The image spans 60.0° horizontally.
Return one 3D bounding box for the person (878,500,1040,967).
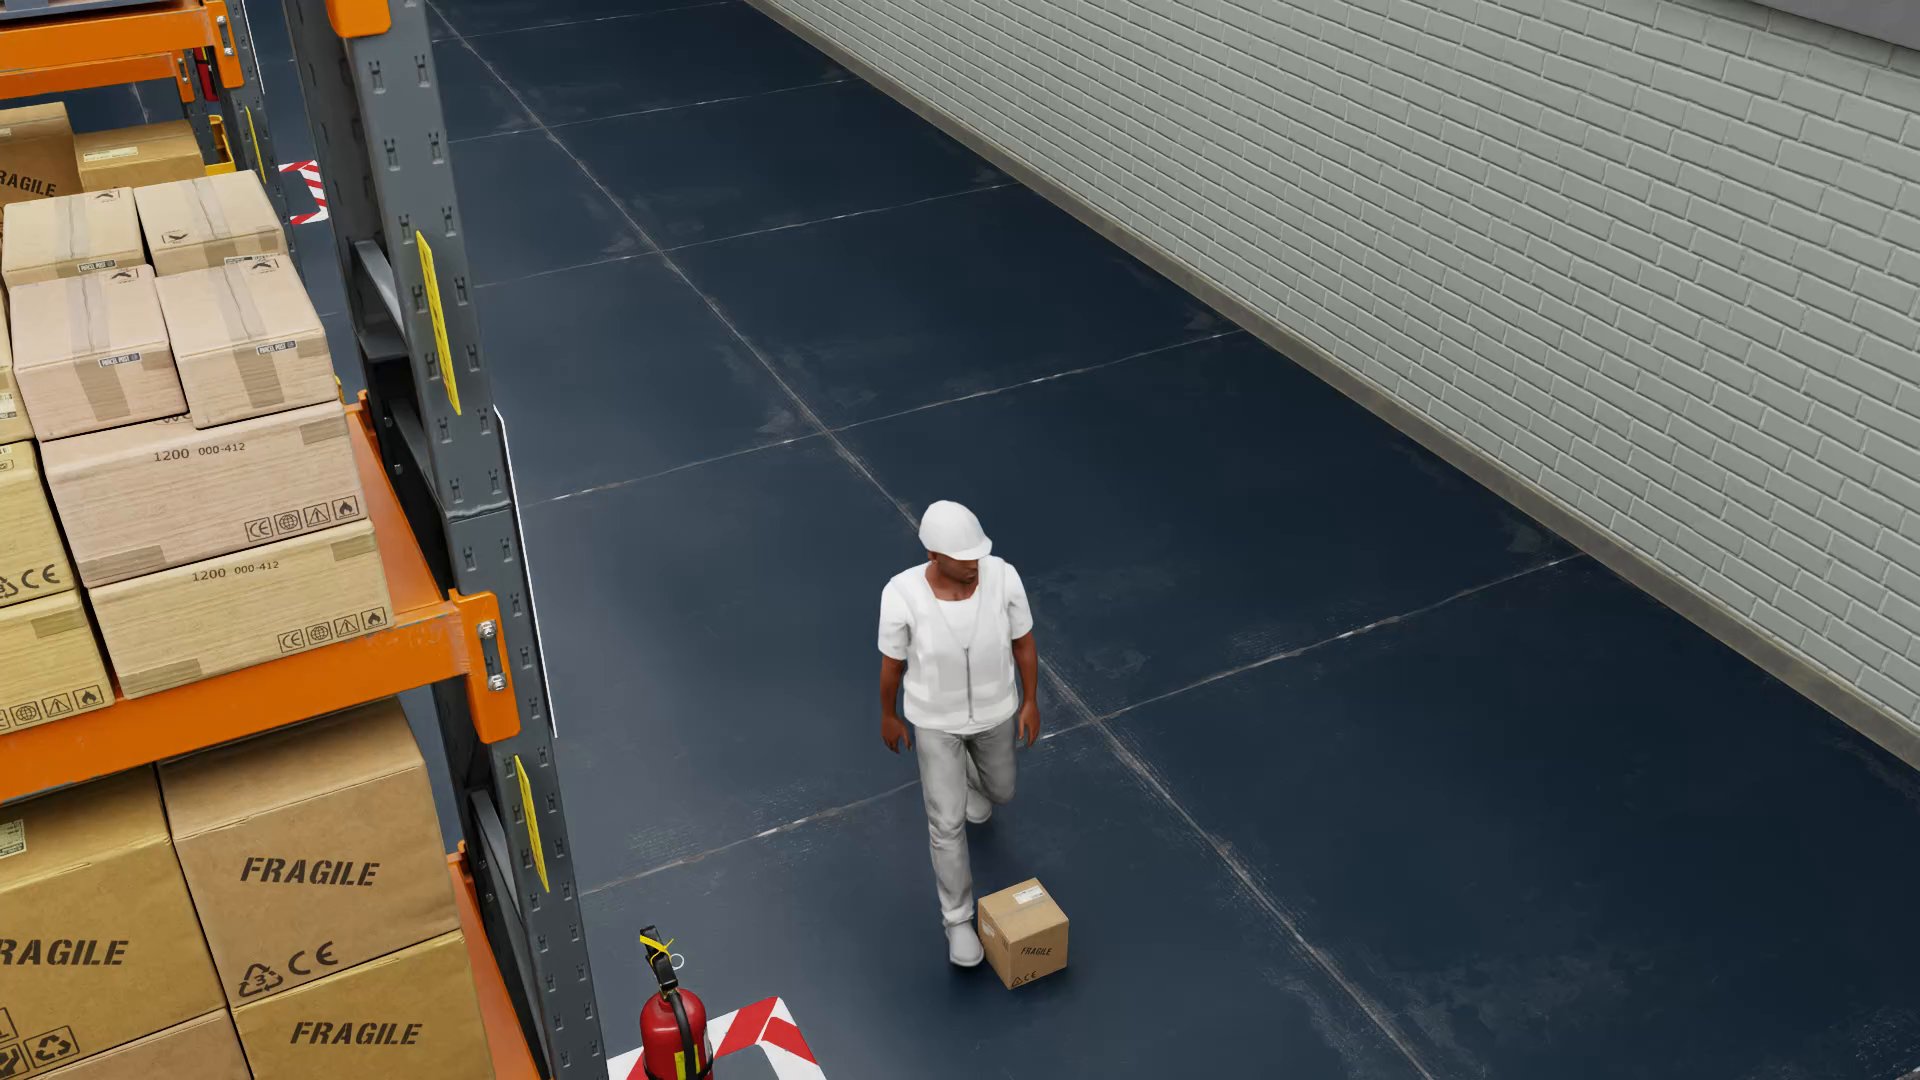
[{"bbox_3d":[0.023,0.653,6.154,0.588,1.730,0.986,-9,34,-14],"label":"person"}]
